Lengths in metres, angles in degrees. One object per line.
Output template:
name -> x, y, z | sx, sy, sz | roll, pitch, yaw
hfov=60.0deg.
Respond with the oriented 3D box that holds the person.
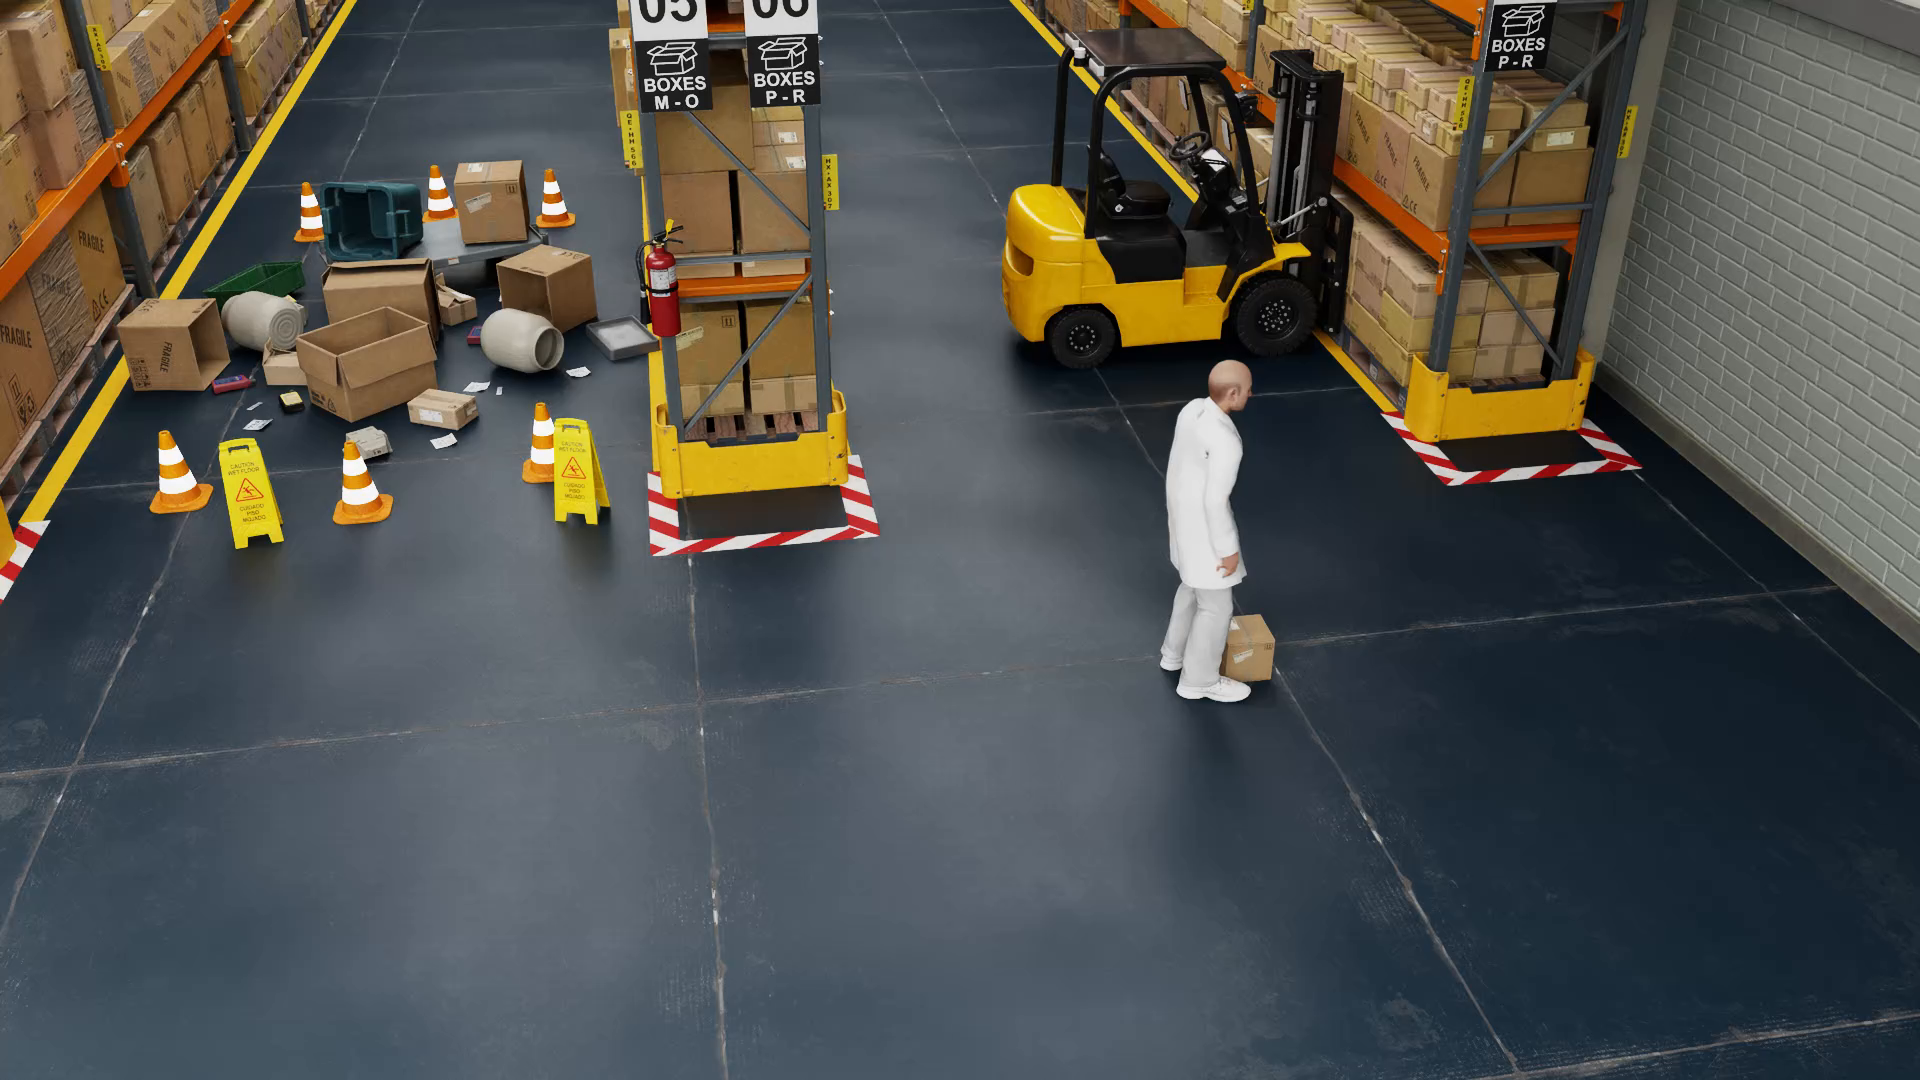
person -> 1.235, -0.060, 8.260 | 0.427, 1.773, 0.641 | -5, 31, -9
